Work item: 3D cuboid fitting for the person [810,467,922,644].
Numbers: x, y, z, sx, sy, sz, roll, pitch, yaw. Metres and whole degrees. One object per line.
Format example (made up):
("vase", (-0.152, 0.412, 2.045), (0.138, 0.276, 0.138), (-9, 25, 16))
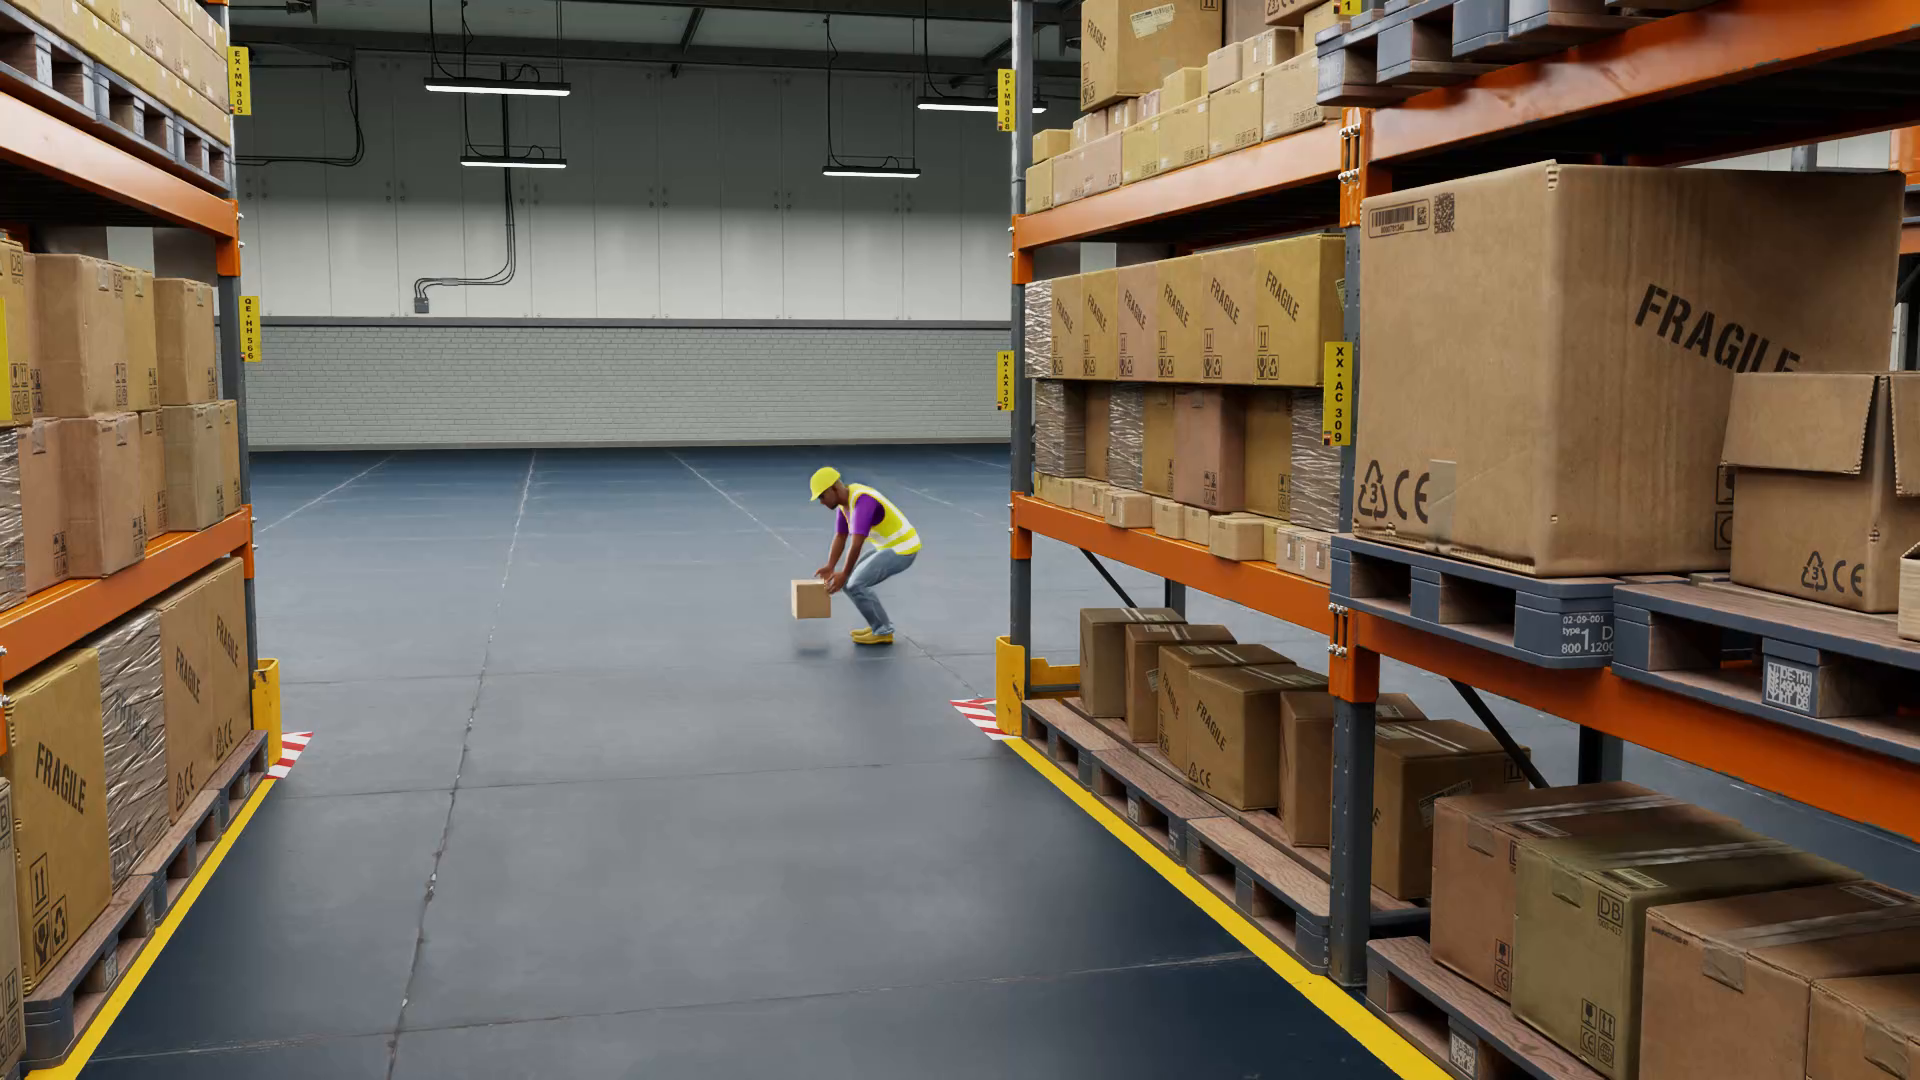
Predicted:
("person", (-0.685, 0.106, 12.115), (0.813, 1.288, 0.628), (-1, 6, -14))
